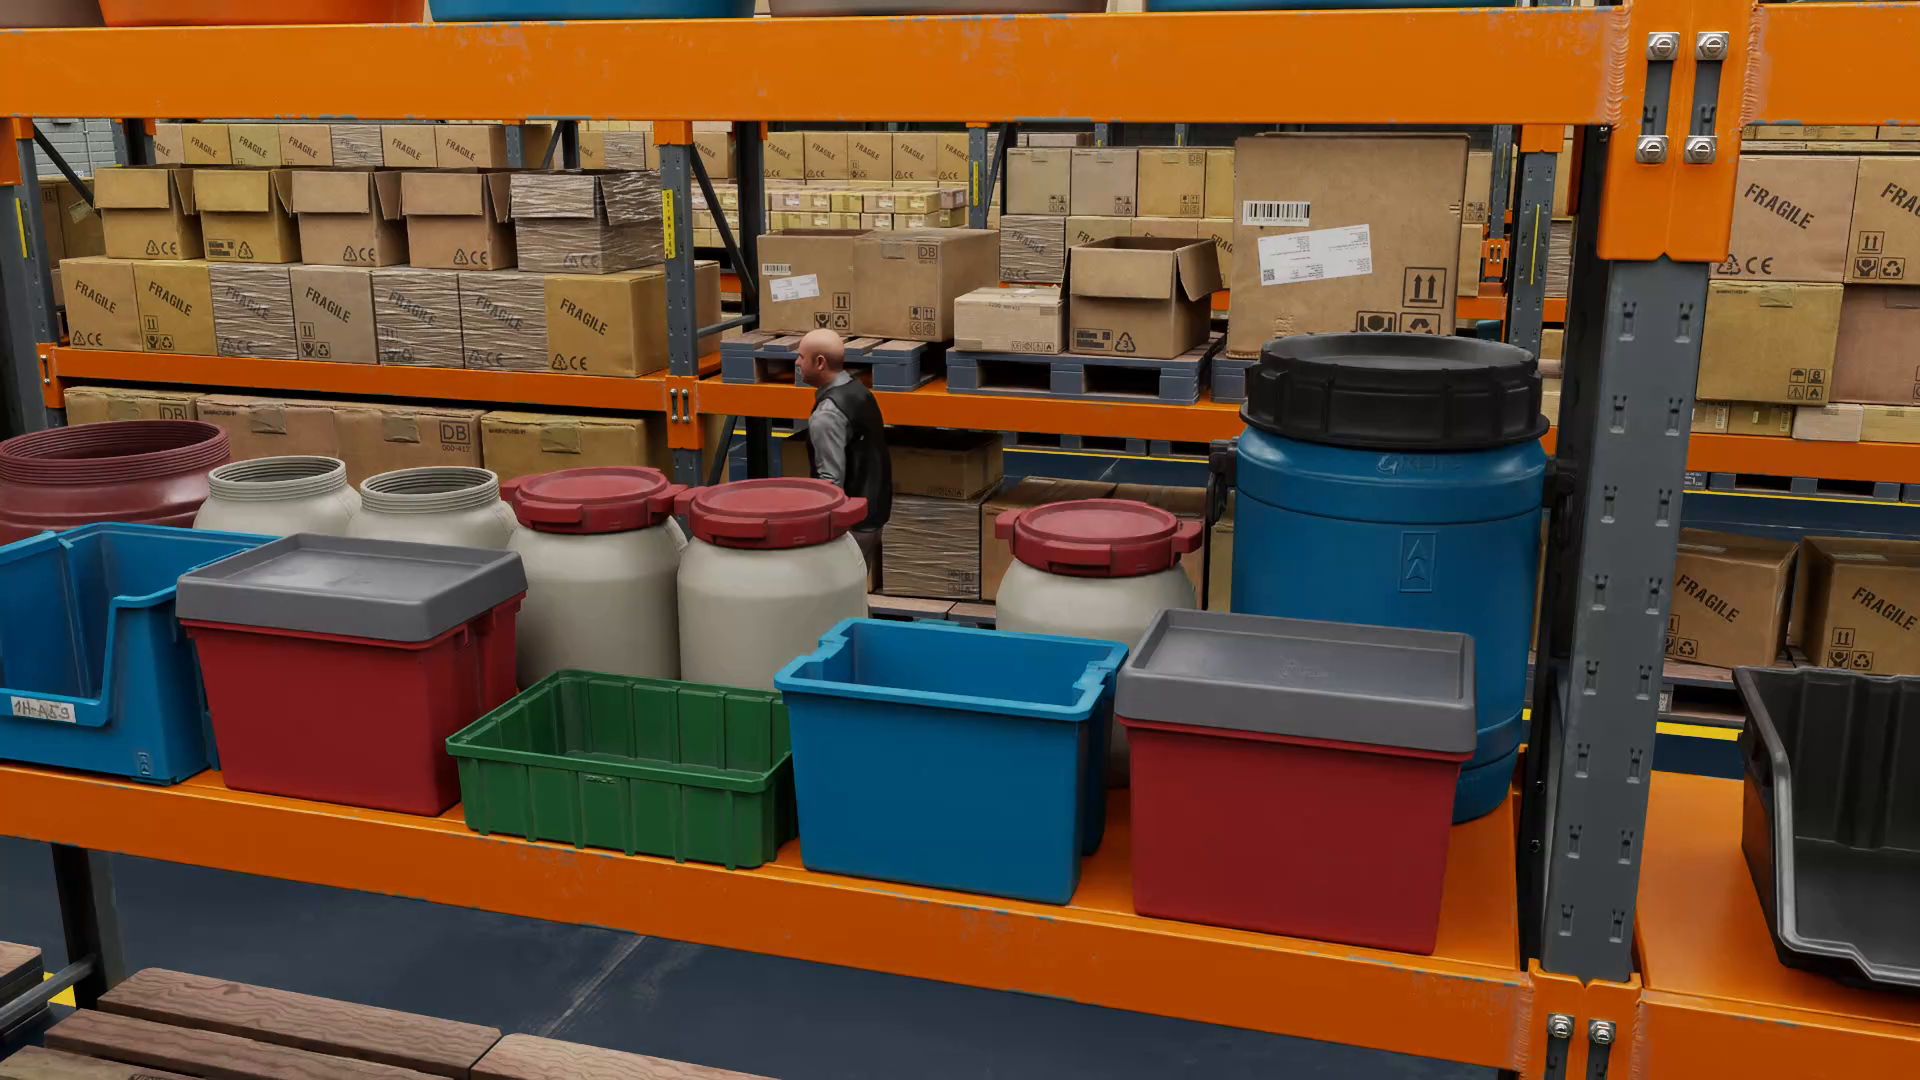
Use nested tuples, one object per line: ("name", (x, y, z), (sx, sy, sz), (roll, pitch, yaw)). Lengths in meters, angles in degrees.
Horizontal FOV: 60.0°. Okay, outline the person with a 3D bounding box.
("person", (-0.512, -0.072, 7.330), (0.419, 1.722, 0.594), (4, 15, 13))
